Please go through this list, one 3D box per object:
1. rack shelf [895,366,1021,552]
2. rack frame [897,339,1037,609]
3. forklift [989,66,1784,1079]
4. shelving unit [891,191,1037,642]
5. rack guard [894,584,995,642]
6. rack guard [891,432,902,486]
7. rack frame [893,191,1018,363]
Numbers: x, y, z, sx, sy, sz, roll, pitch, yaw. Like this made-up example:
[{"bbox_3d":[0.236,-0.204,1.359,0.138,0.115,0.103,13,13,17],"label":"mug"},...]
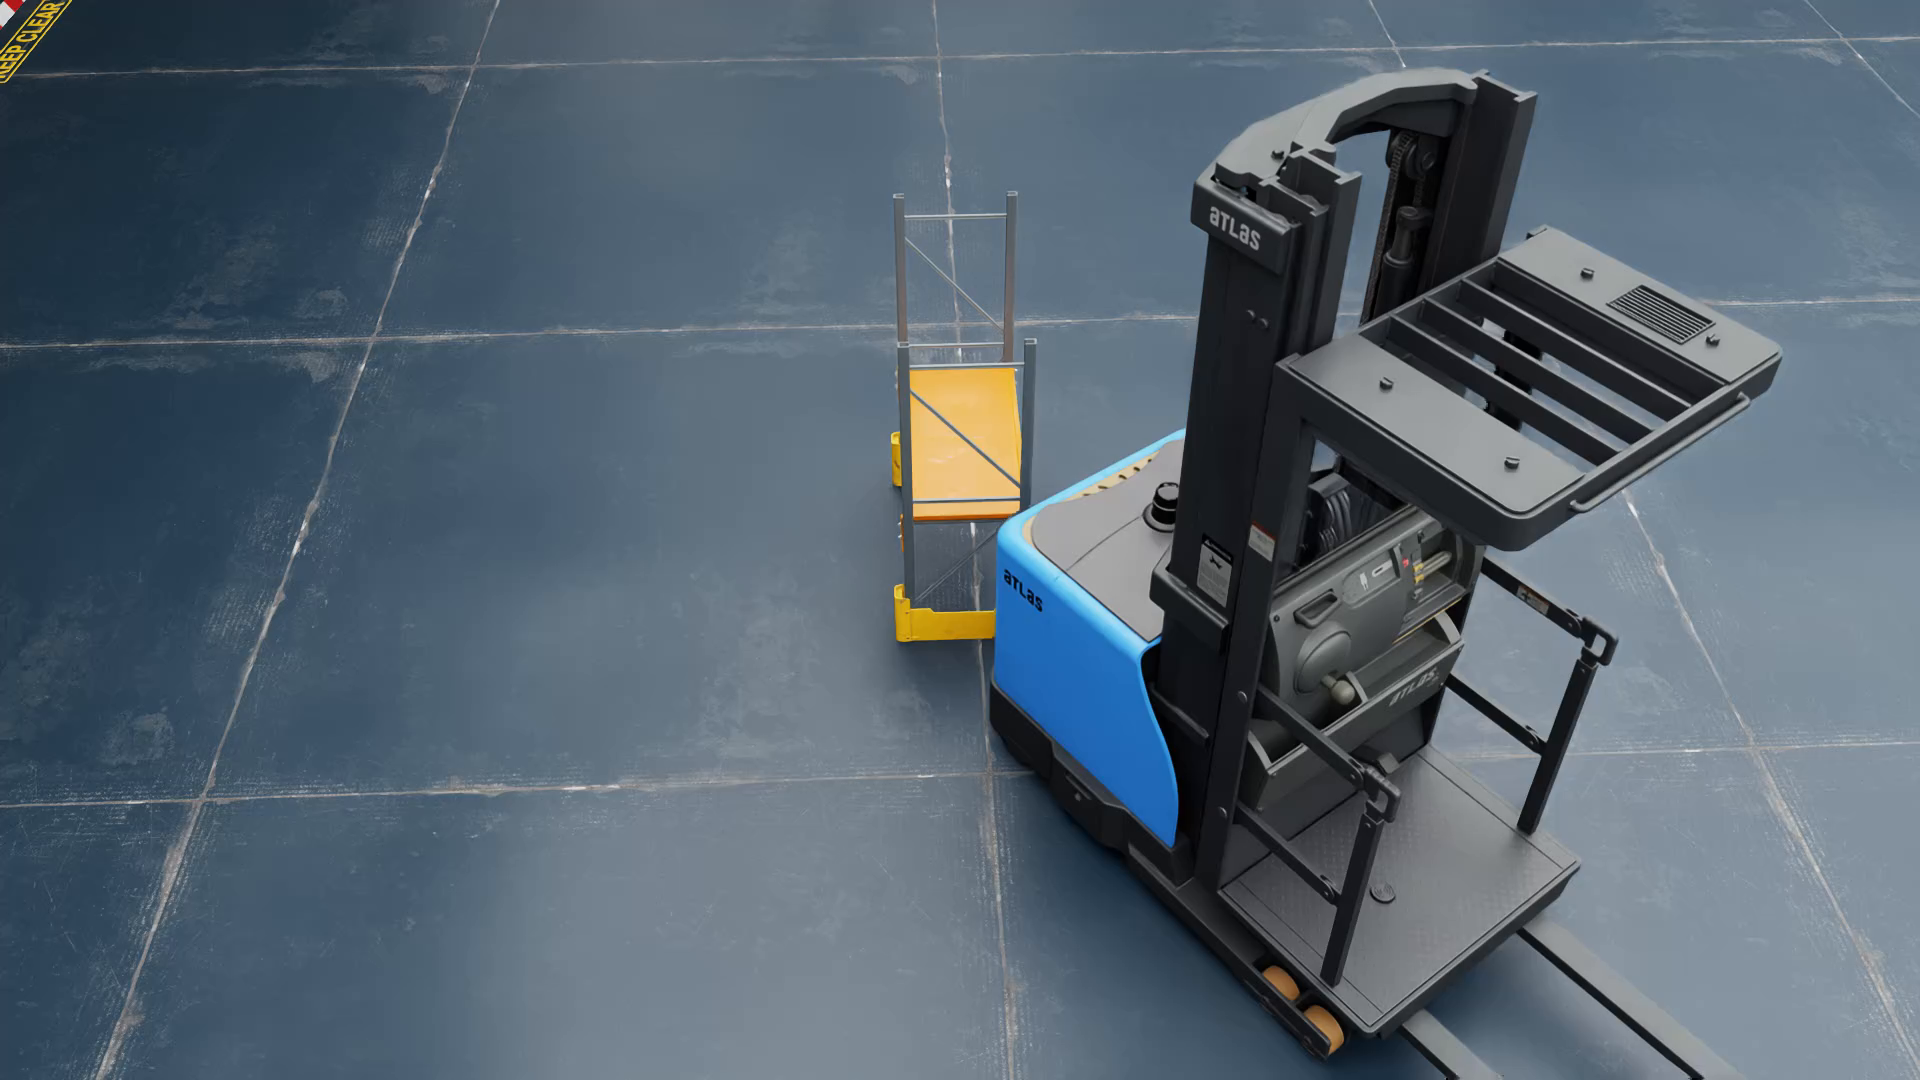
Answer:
[{"bbox_3d":[0.004,-0.363,6.952,0.538,0.185,1.000,-2,43,-2],"label":"rack shelf"},{"bbox_3d":[0.025,-0.152,6.456,0.500,1.500,0.032,-2,43,-2],"label":"rack frame"},{"bbox_3d":[1.413,0.249,4.959,1.130,2.935,3.031,-28,49,-27],"label":"forklift"},{"bbox_3d":[0.003,-0.501,6.837,0.587,1.500,1.083,-2,43,-2],"label":"shelving unit"},{"bbox_3d":[0.024,0.296,6.892,0.587,0.250,0.087,-2,43,-2],"label":"rack guard"},{"bbox_3d":[-0.018,-0.377,7.626,0.587,0.250,0.087,-2,43,-2],"label":"rack guard"},{"bbox_3d":[-0.018,-0.838,7.204,0.500,1.500,0.032,-2,43,-2],"label":"rack frame"}]
